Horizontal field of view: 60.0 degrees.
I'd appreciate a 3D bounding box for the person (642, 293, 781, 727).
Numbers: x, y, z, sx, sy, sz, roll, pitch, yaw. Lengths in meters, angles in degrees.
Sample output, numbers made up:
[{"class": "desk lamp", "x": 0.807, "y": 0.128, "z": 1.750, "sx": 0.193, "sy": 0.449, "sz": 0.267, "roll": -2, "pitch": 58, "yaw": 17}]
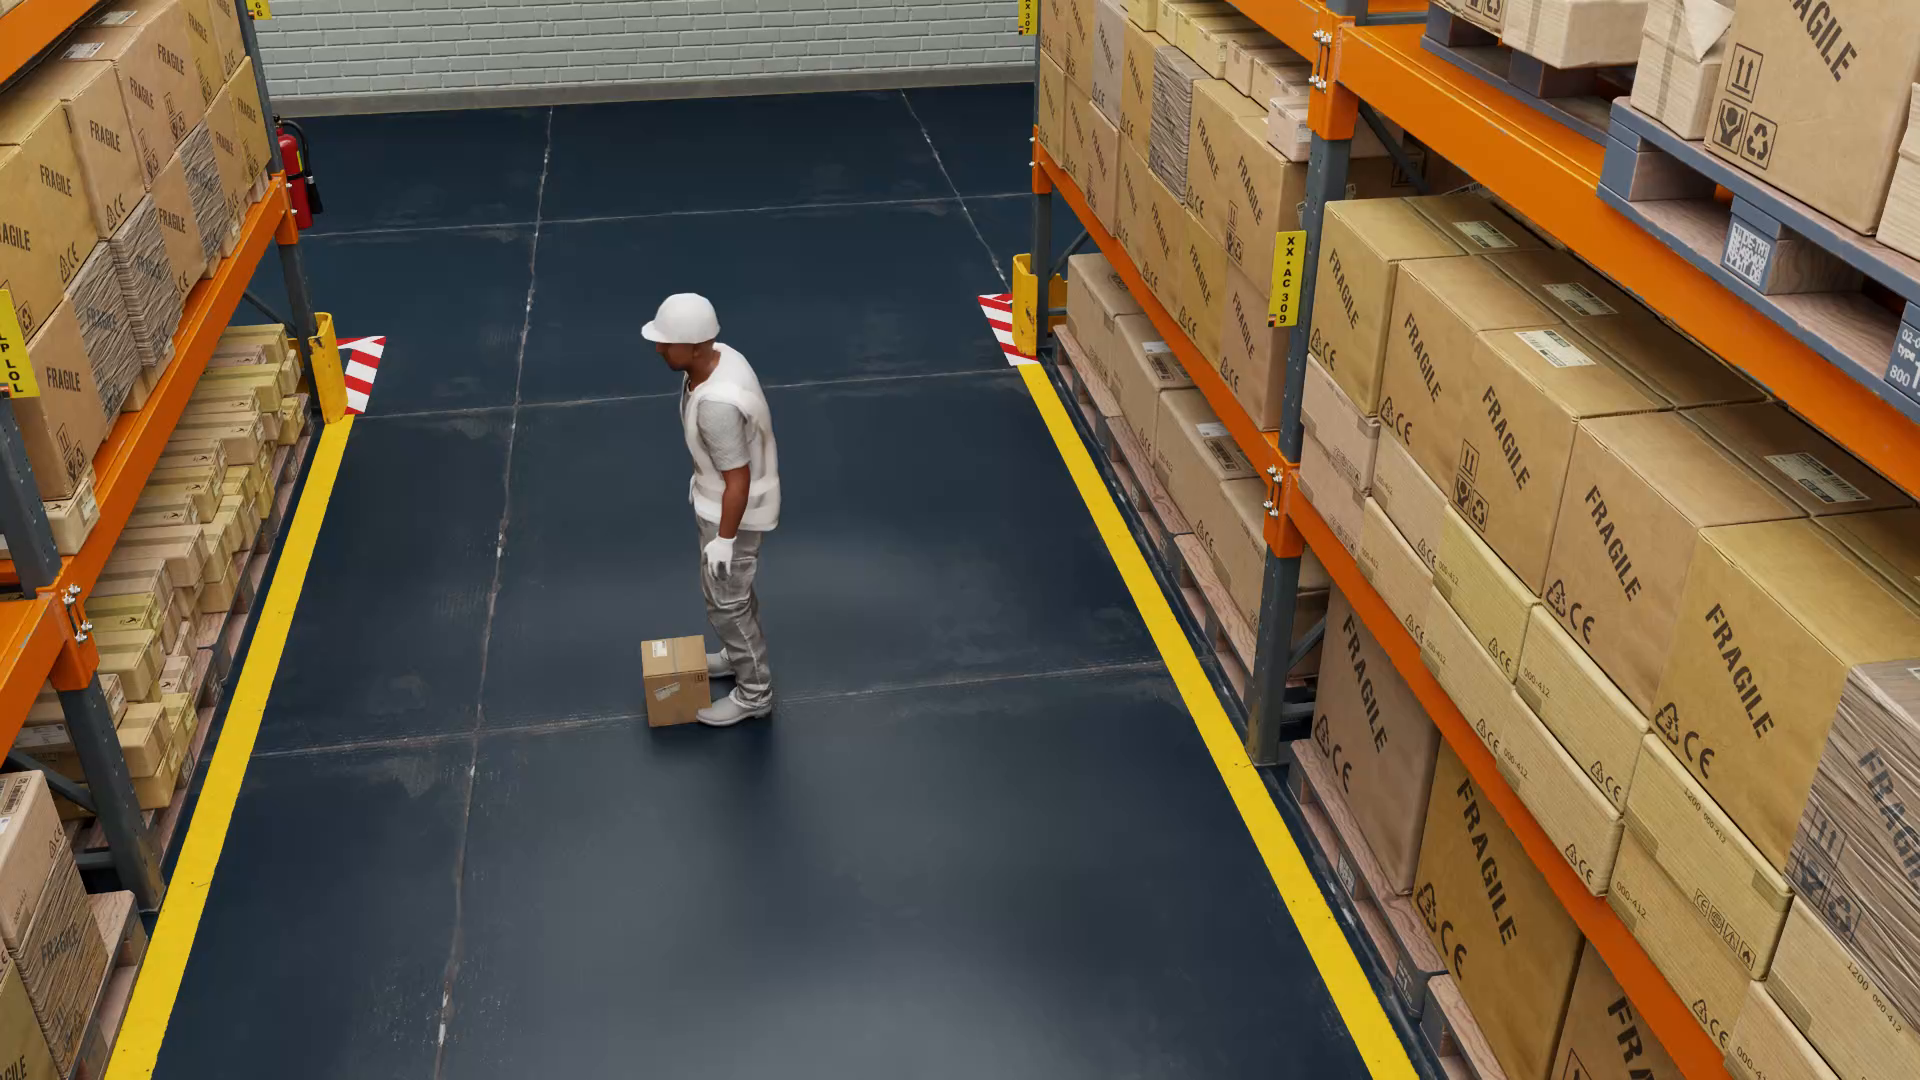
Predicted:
[{"class": "person", "x": -0.911, "y": -0.116, "z": 6.318, "sx": 0.450, "sy": 1.774, "sz": 0.632, "roll": -6, "pitch": 31, "yaw": -10}]
